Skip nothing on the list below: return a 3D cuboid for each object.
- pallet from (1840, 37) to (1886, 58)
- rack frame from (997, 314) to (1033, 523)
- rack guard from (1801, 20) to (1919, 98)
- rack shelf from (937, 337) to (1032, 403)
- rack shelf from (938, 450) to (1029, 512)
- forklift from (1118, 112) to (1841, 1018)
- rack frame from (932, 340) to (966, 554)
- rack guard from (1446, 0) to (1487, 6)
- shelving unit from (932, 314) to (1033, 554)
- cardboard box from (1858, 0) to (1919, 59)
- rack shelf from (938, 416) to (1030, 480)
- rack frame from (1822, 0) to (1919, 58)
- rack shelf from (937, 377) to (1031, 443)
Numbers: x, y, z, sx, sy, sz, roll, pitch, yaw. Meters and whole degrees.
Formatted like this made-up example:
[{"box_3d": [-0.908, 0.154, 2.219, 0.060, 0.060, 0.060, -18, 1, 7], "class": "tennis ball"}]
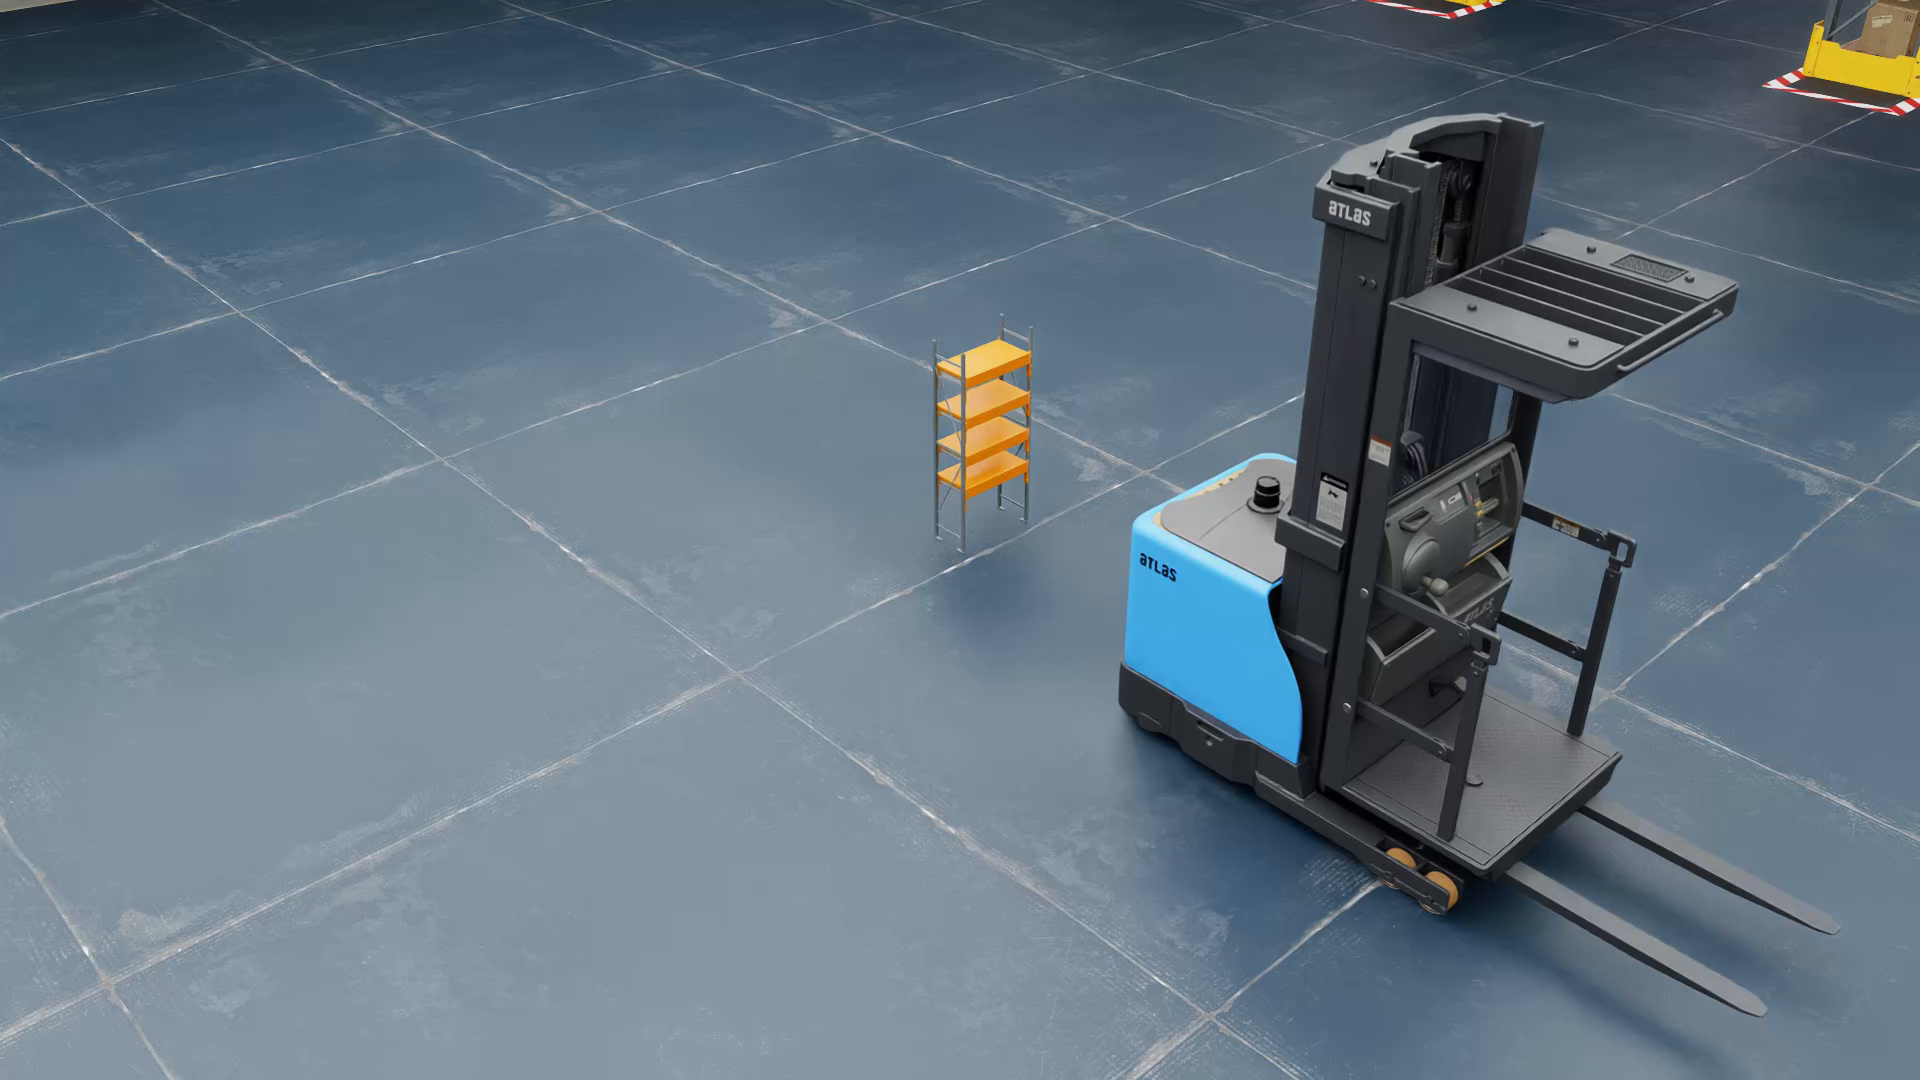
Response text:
[{"box_3d": [9.756, -4.981, 17.193, 1.213, 0.211, 1.003, -26, 40, -35], "class": "pallet"}, {"box_3d": [0.300, -0.657, 9.175, 0.015, 1.200, 0.240, -26, 40, -35], "class": "rack frame"}, {"box_3d": [9.136, -4.829, 16.669, 0.348, 0.500, 1.175, -26, 40, -35], "class": "rack guard"}, {"box_3d": [0.121, -0.906, 8.828, 0.480, 0.148, 0.258, -26, 40, -35], "class": "rack shelf"}, {"box_3d": [0.121, -0.344, 9.172, 0.480, 0.148, 0.258, -26, 40, -35], "class": "rack shelf"}, {"box_3d": [2.115, -0.035, 6.497, 1.130, 2.935, 3.031, -26, 40, -35], "class": "forklift"}, {"box_3d": [-0.058, -0.484, 8.891, 0.015, 1.200, 0.240, -26, 40, -35], "class": "rack frame"}, {"box_3d": [5.737, -6.742, 19.797, 0.348, 0.500, 1.175, -26, 40, -35], "class": "rack guard"}, {"box_3d": [0.121, -0.571, 9.033, 0.503, 1.200, 0.258, -26, 40, -35], "class": "shelving unit"}, {"box_3d": [9.550, -5.197, 16.867, 0.500, 0.500, 0.500, -18, 36, -27], "class": "cardboard box"}, {"box_3d": [0.121, -0.513, 9.068, 0.480, 0.148, 0.258, -26, 40, -35], "class": "rack shelf"}, {"box_3d": [9.080, -5.869, 15.972, 0.127, 3.000, 1.000, -26, 40, -35], "class": "rack frame"}, {"box_3d": [0.121, -0.704, 8.951, 0.480, 0.148, 0.258, -26, 40, -35], "class": "rack shelf"}]
